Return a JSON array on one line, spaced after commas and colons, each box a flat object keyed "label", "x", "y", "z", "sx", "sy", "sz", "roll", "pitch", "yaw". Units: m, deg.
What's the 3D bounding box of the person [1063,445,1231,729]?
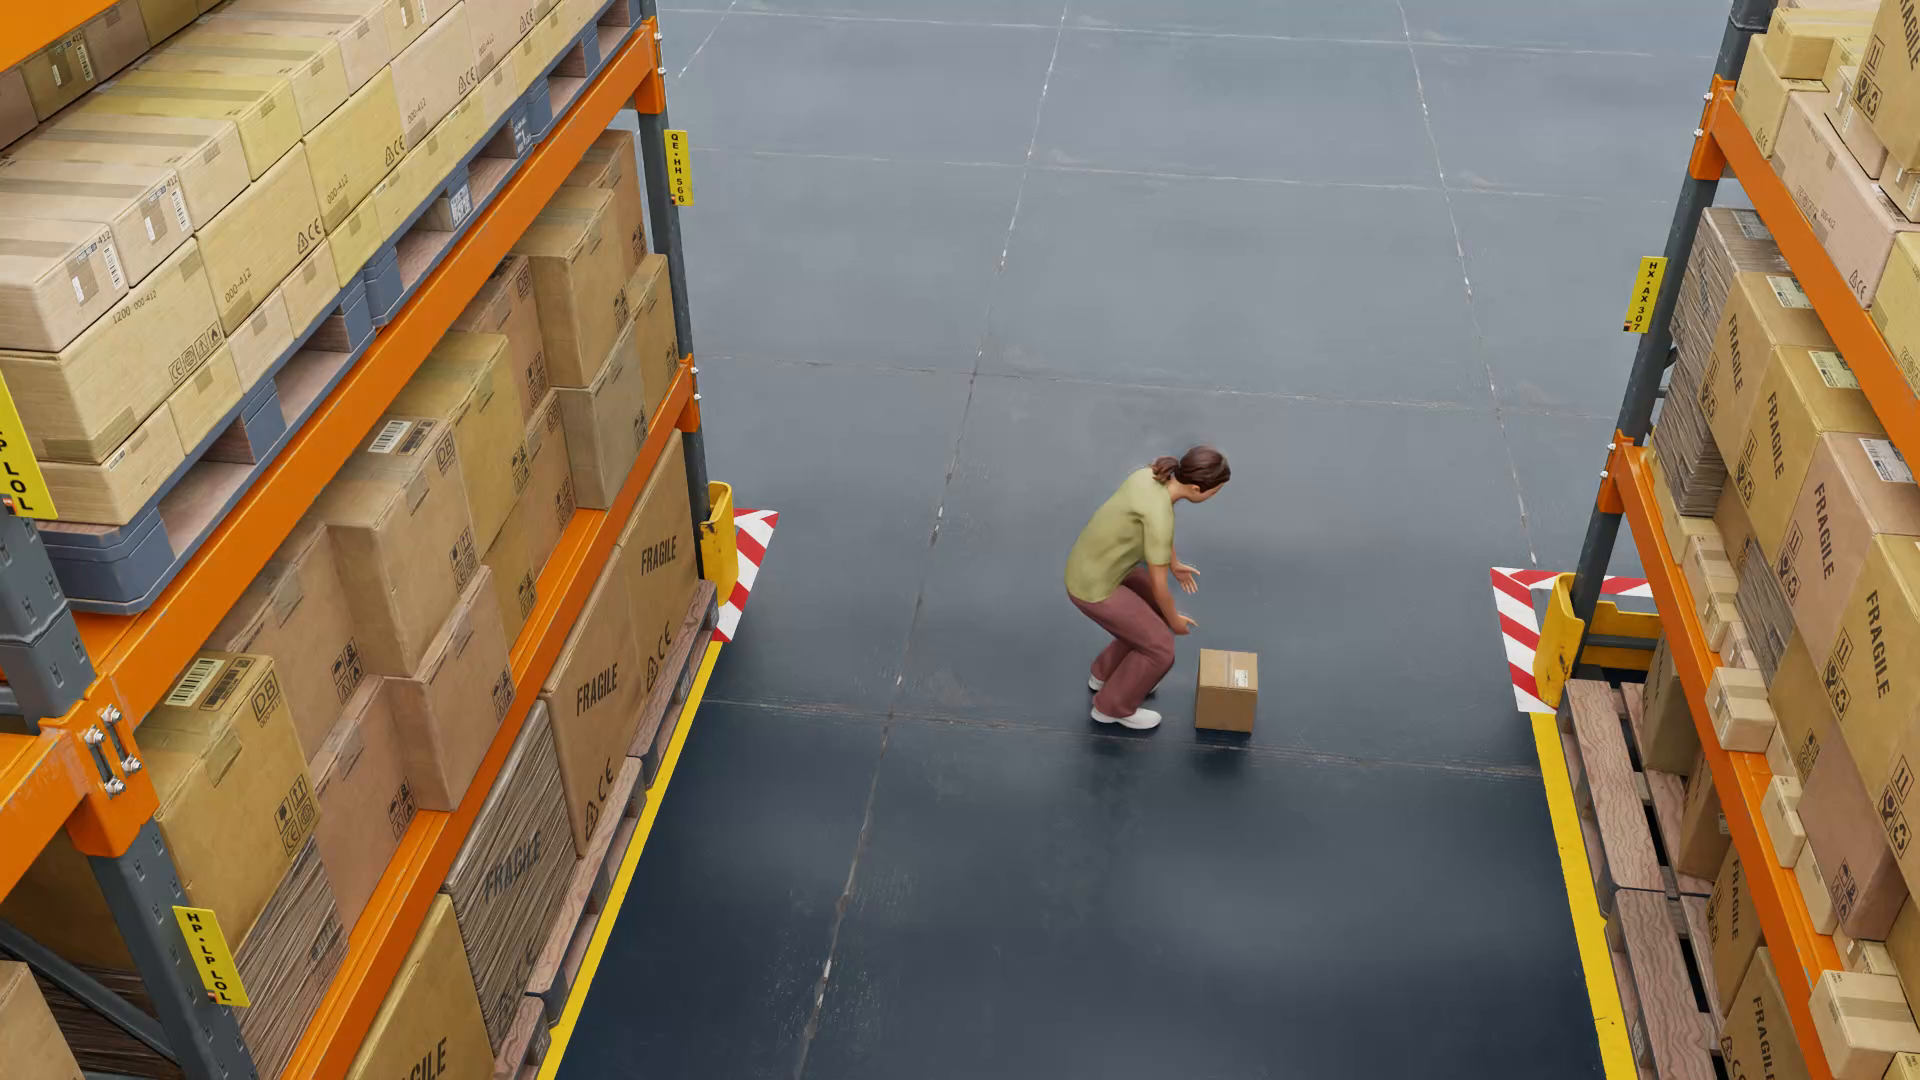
[{"label": "person", "x": 0.771, "y": 0.233, "z": 7.129, "sx": 0.651, "sy": 1.200, "sz": 0.510, "roll": 4, "pitch": 37, "yaw": 6}]
